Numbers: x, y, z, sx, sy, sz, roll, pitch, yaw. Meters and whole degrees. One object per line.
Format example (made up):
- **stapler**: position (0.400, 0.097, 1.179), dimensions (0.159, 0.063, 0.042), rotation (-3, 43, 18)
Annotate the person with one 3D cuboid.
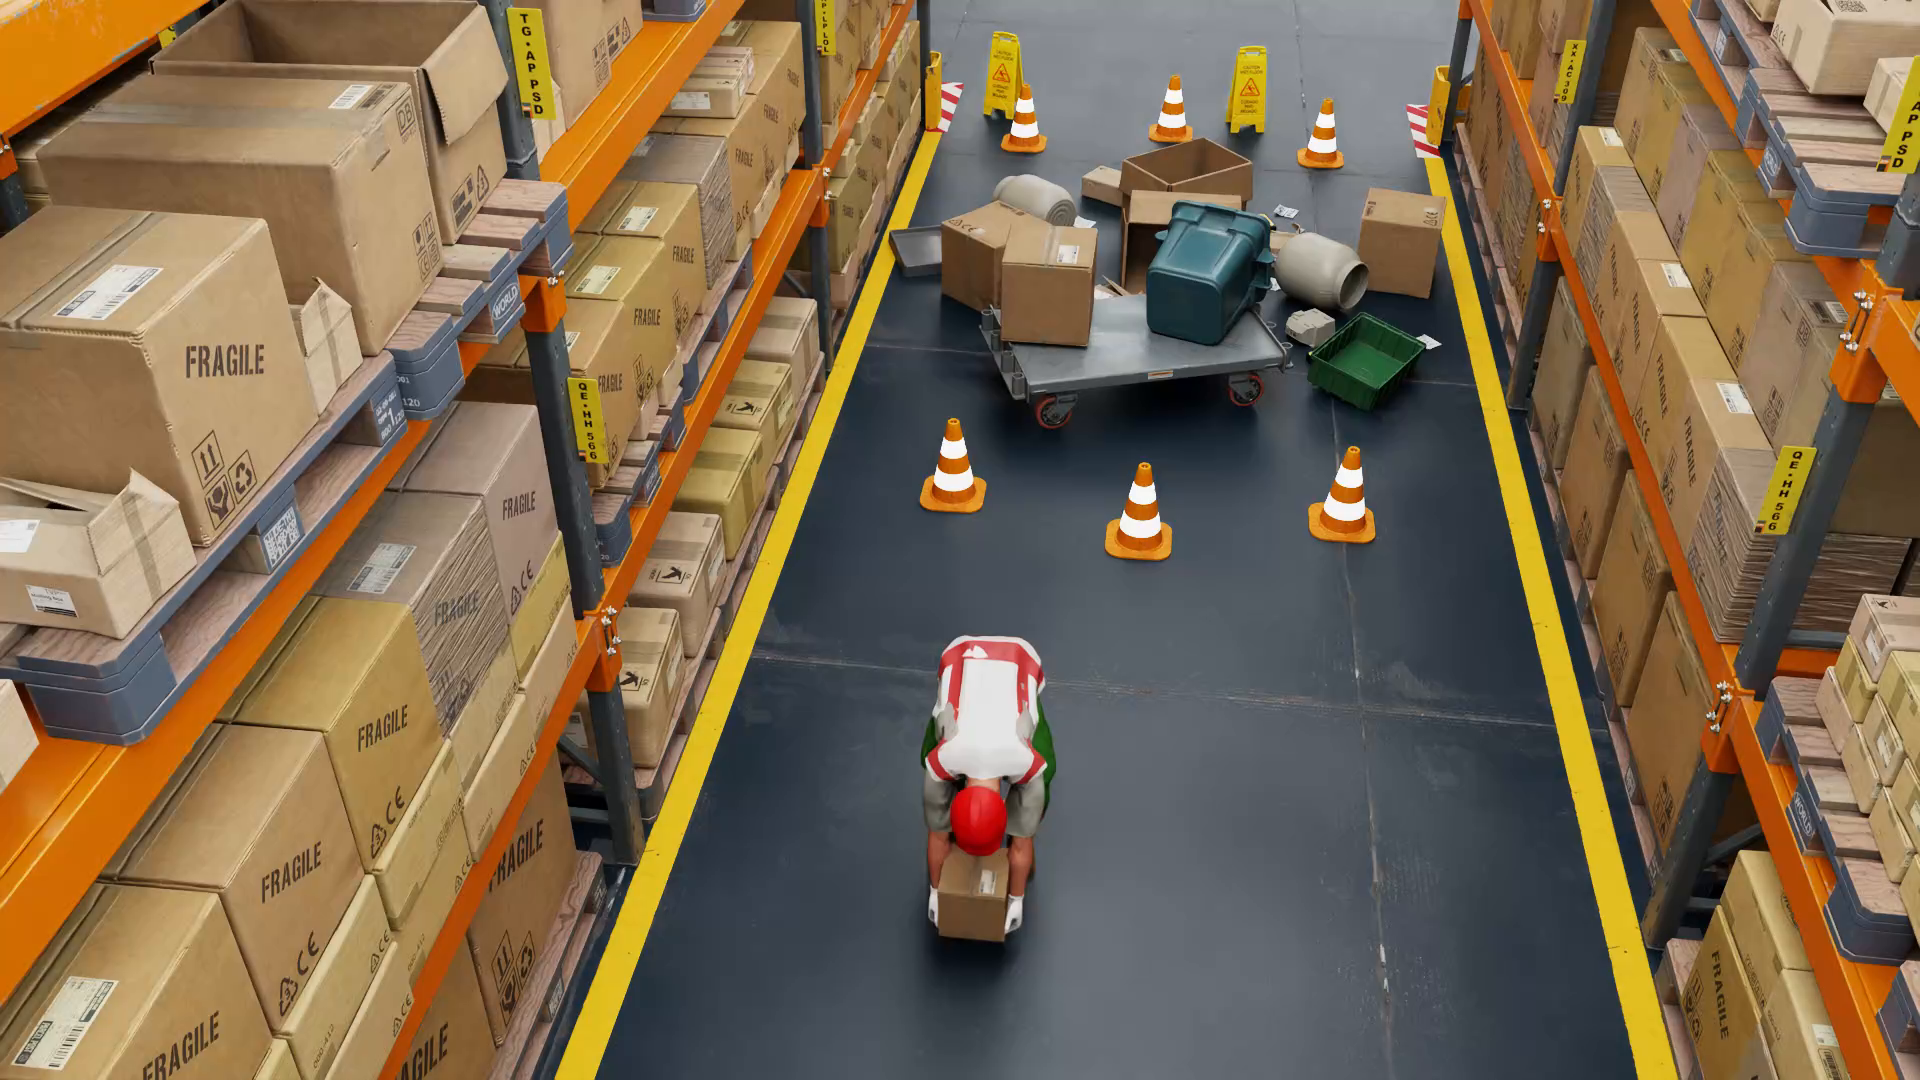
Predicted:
- **person**: position (0.099, 0.972, 6.312), dimensions (0.522, 1.036, 0.957), rotation (3, 36, 4)
